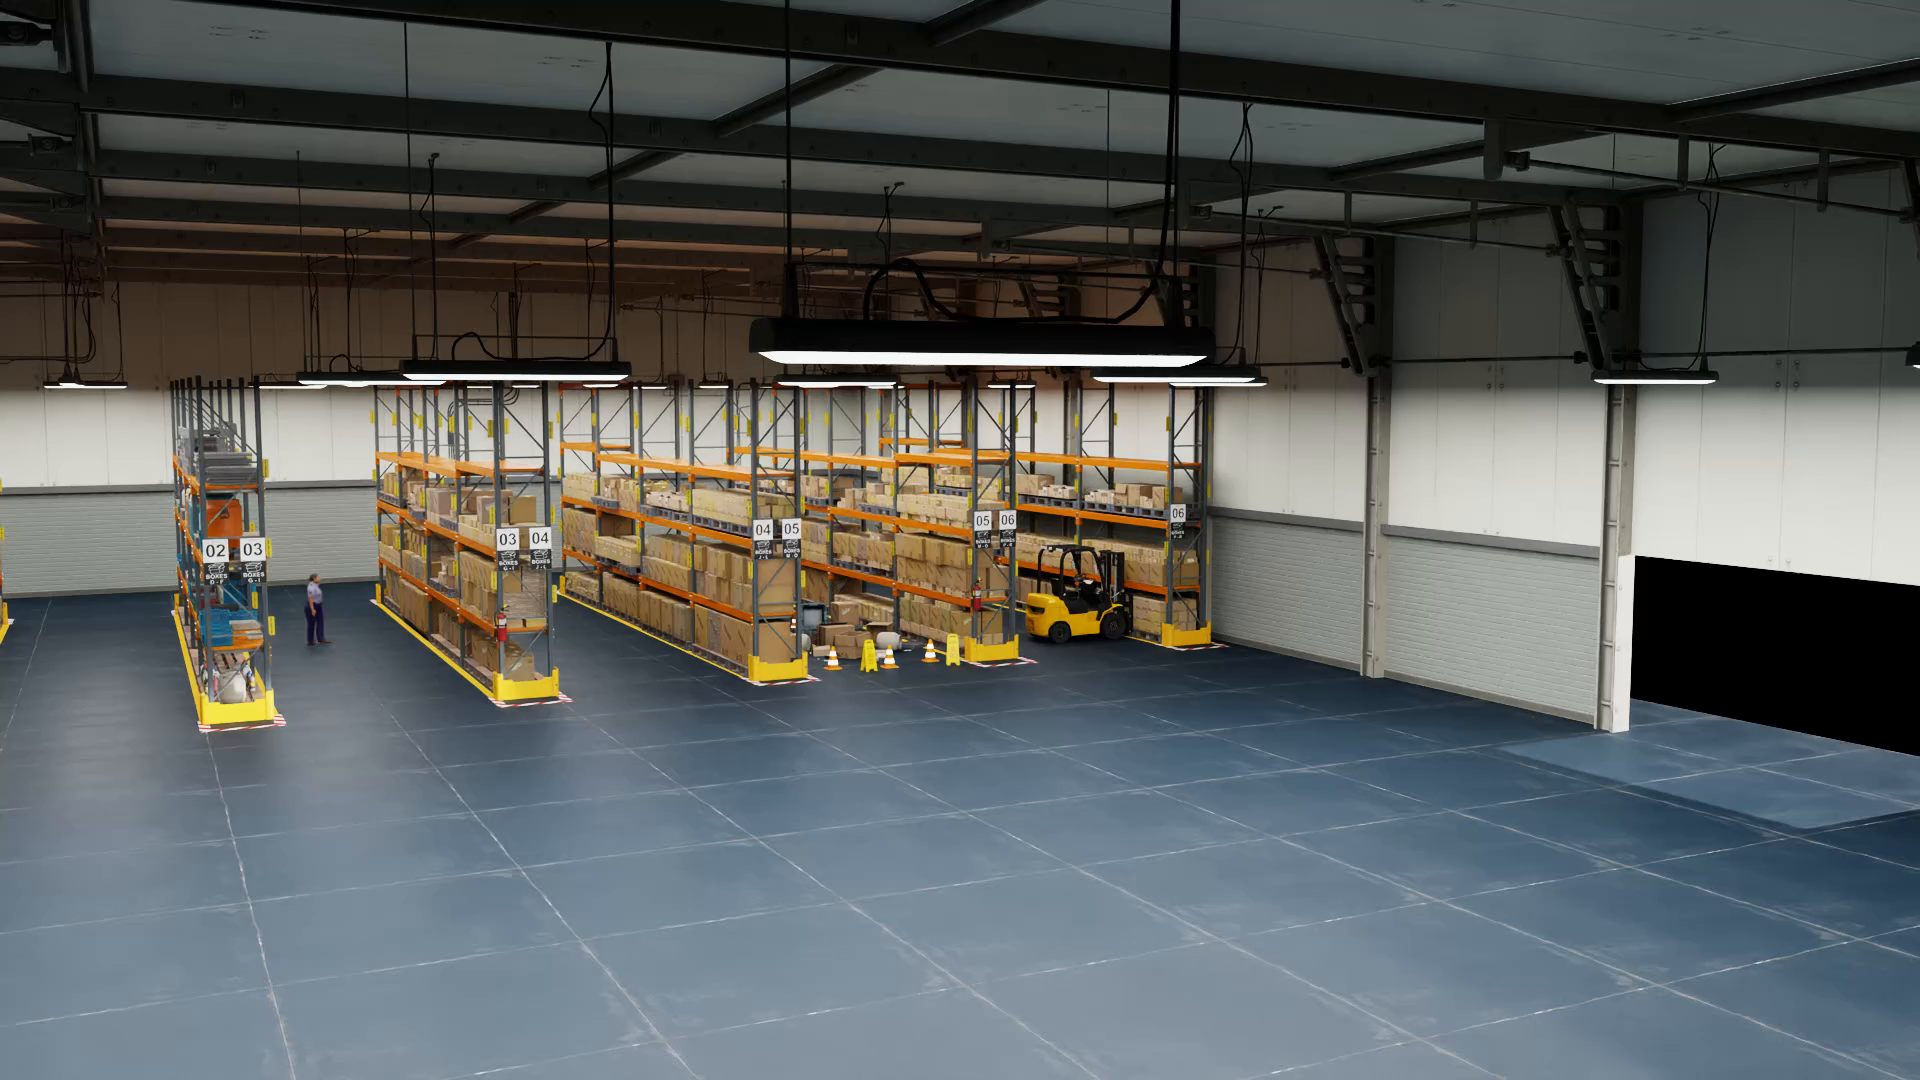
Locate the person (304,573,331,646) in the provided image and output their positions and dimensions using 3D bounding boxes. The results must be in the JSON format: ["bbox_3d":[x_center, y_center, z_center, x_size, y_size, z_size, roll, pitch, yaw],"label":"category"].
[{"bbox_3d":[-14.597,1.566,37.665,0.439,1.649,0.542,1,5,8],"label":"person"}]

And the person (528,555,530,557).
[{"bbox_3d":[-10.548,1.183,40.944,0.526,1.768,0.481,1,5,14],"label":"person"}]
